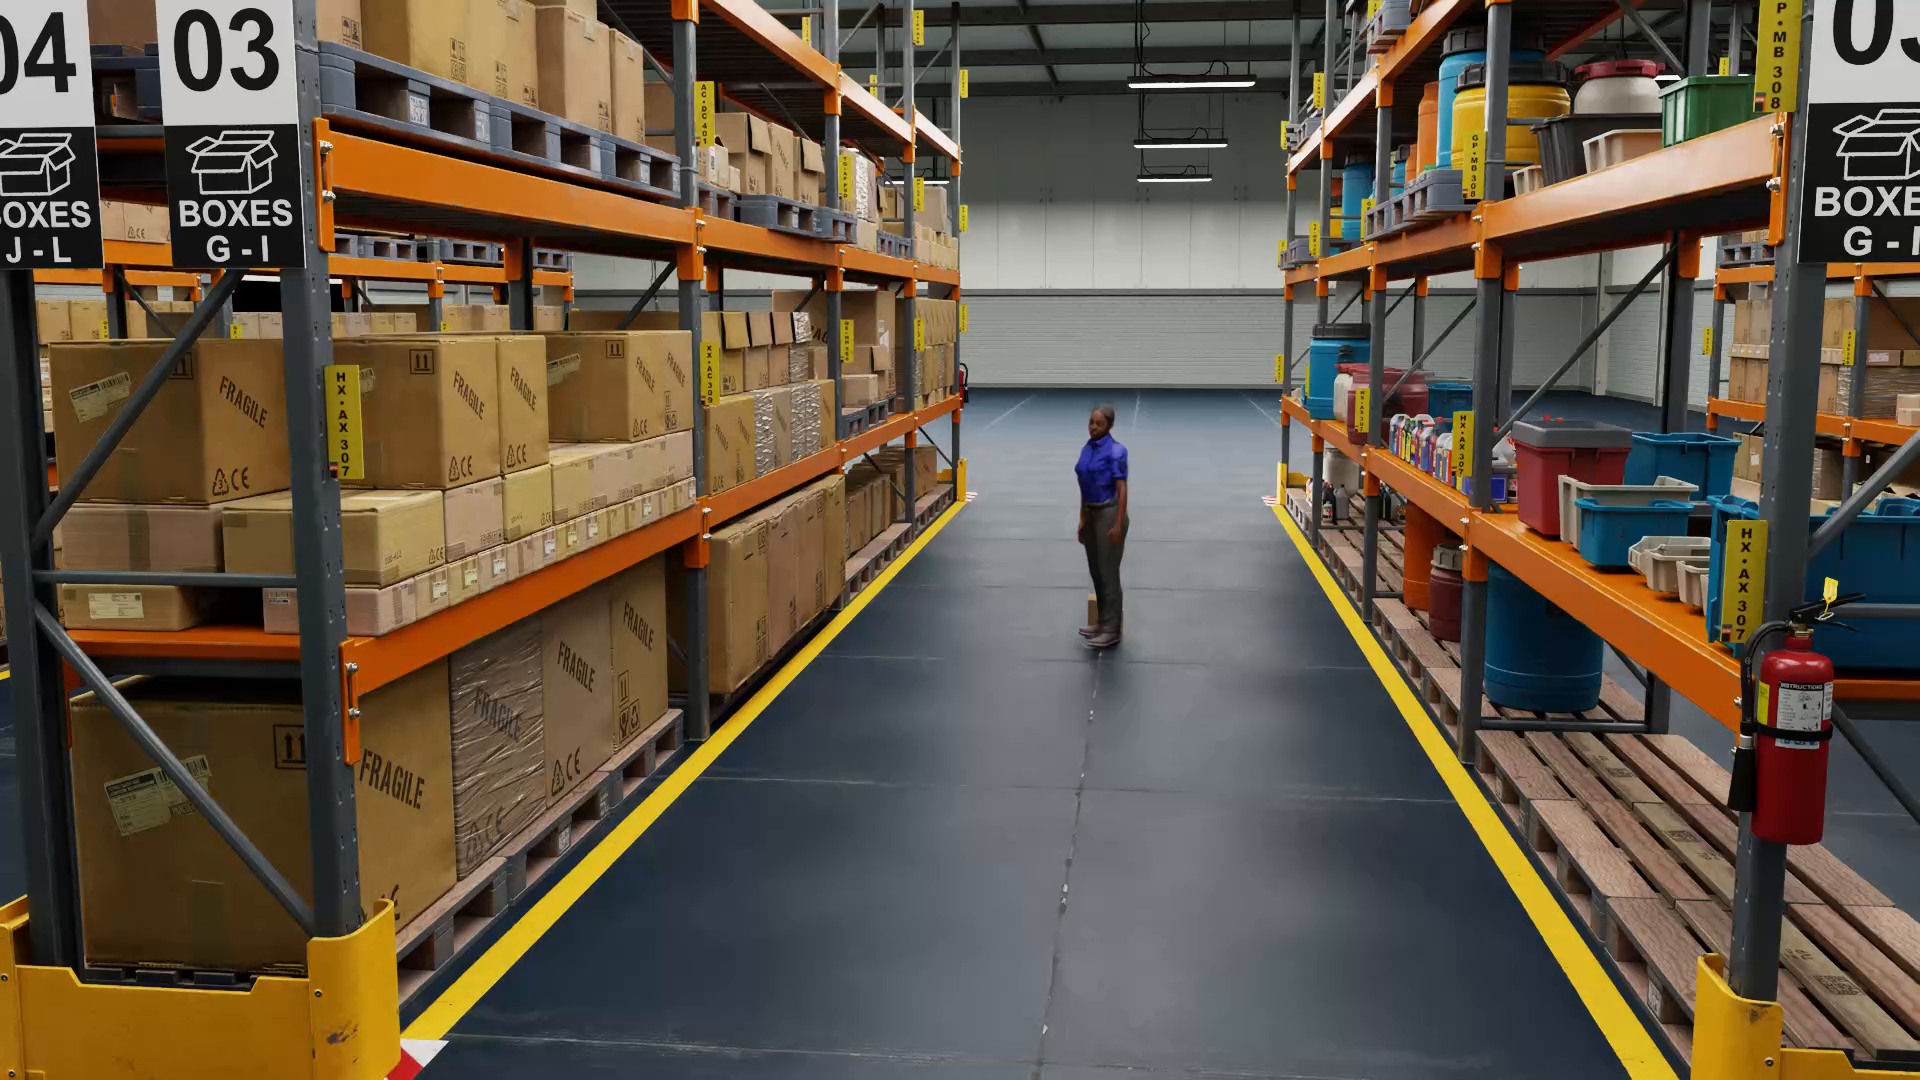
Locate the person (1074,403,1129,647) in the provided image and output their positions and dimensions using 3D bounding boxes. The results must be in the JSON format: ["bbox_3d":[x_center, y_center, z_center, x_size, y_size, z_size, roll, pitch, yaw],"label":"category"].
[{"bbox_3d":[0.971,-0.118,11.515,0.449,1.656,0.529,-4,9,-27],"label":"person"}]
